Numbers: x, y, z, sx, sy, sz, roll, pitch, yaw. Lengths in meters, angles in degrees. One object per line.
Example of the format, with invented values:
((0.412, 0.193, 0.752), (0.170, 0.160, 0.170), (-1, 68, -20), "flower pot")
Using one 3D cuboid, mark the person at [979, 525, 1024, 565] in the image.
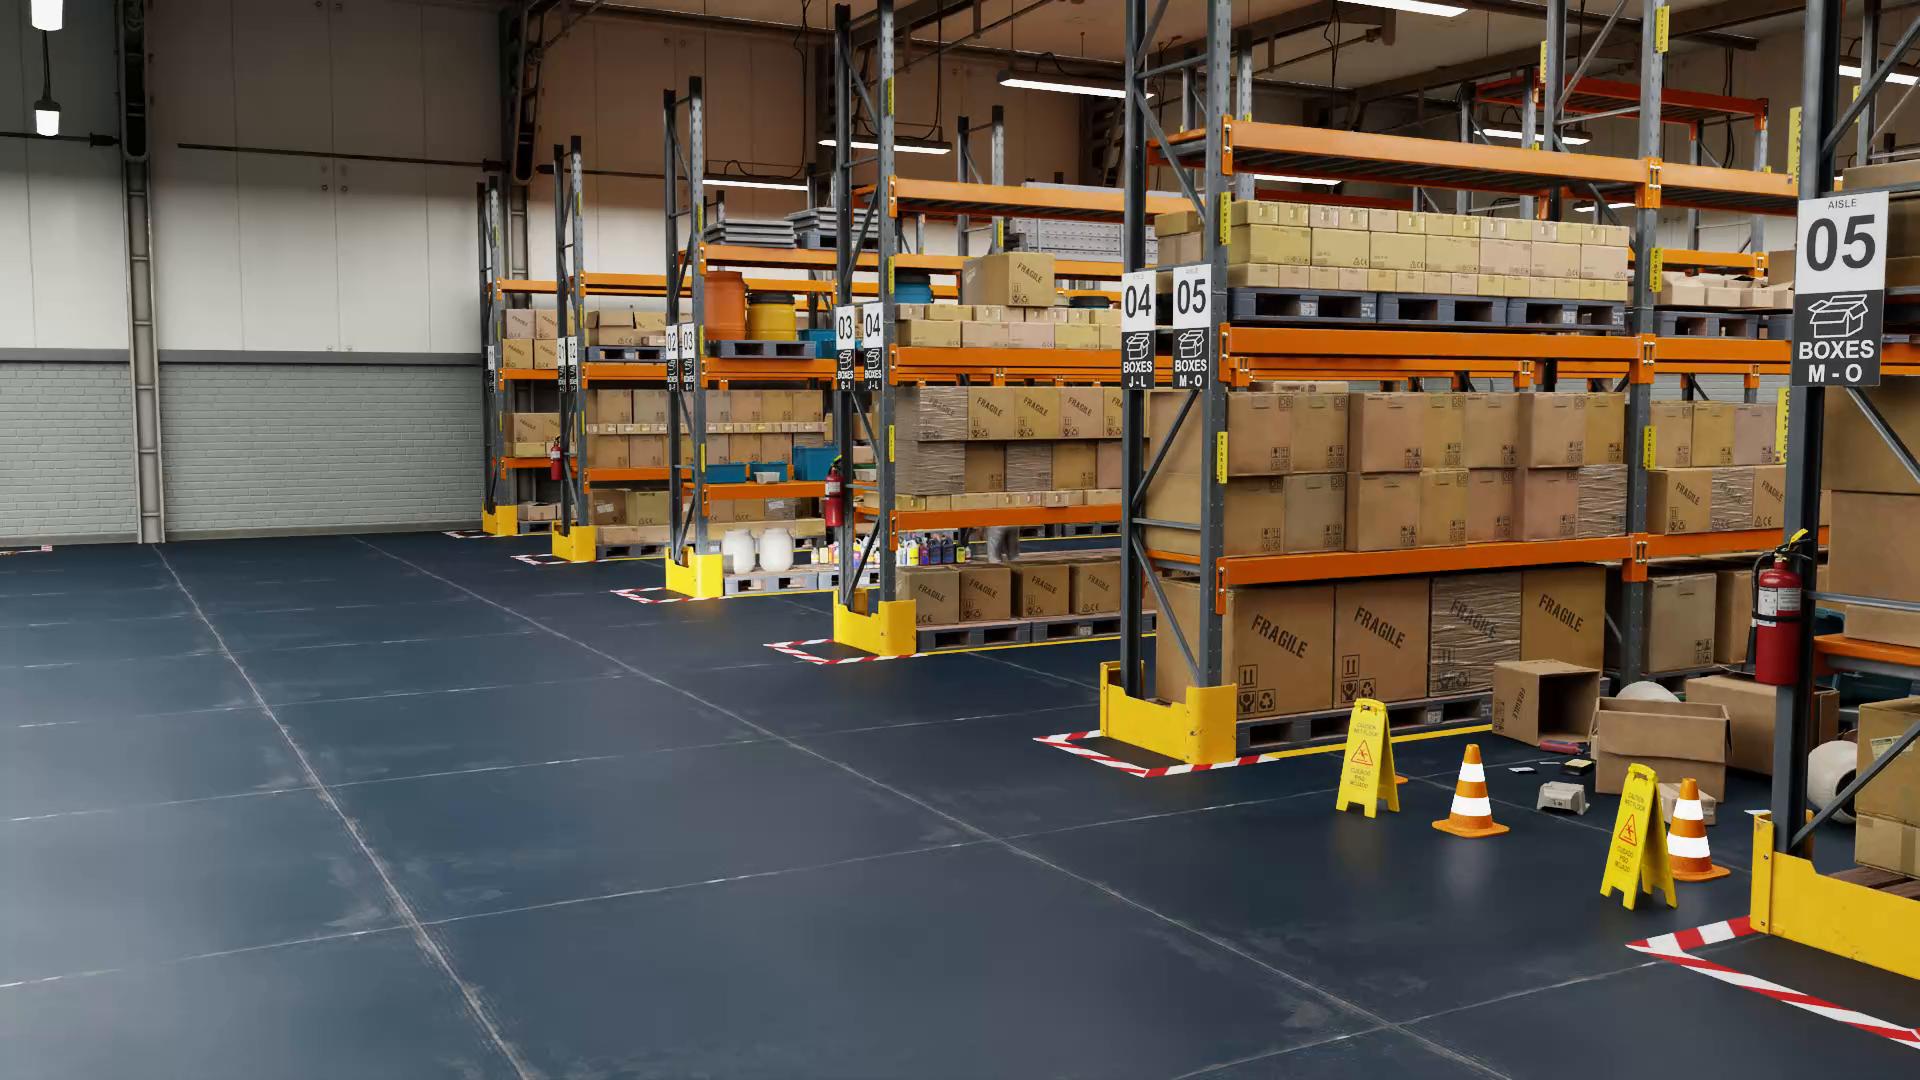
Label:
((0.494, -0.196, 19.410), (0.633, 1.759, 0.462), (-3, 6, -32), "person")
